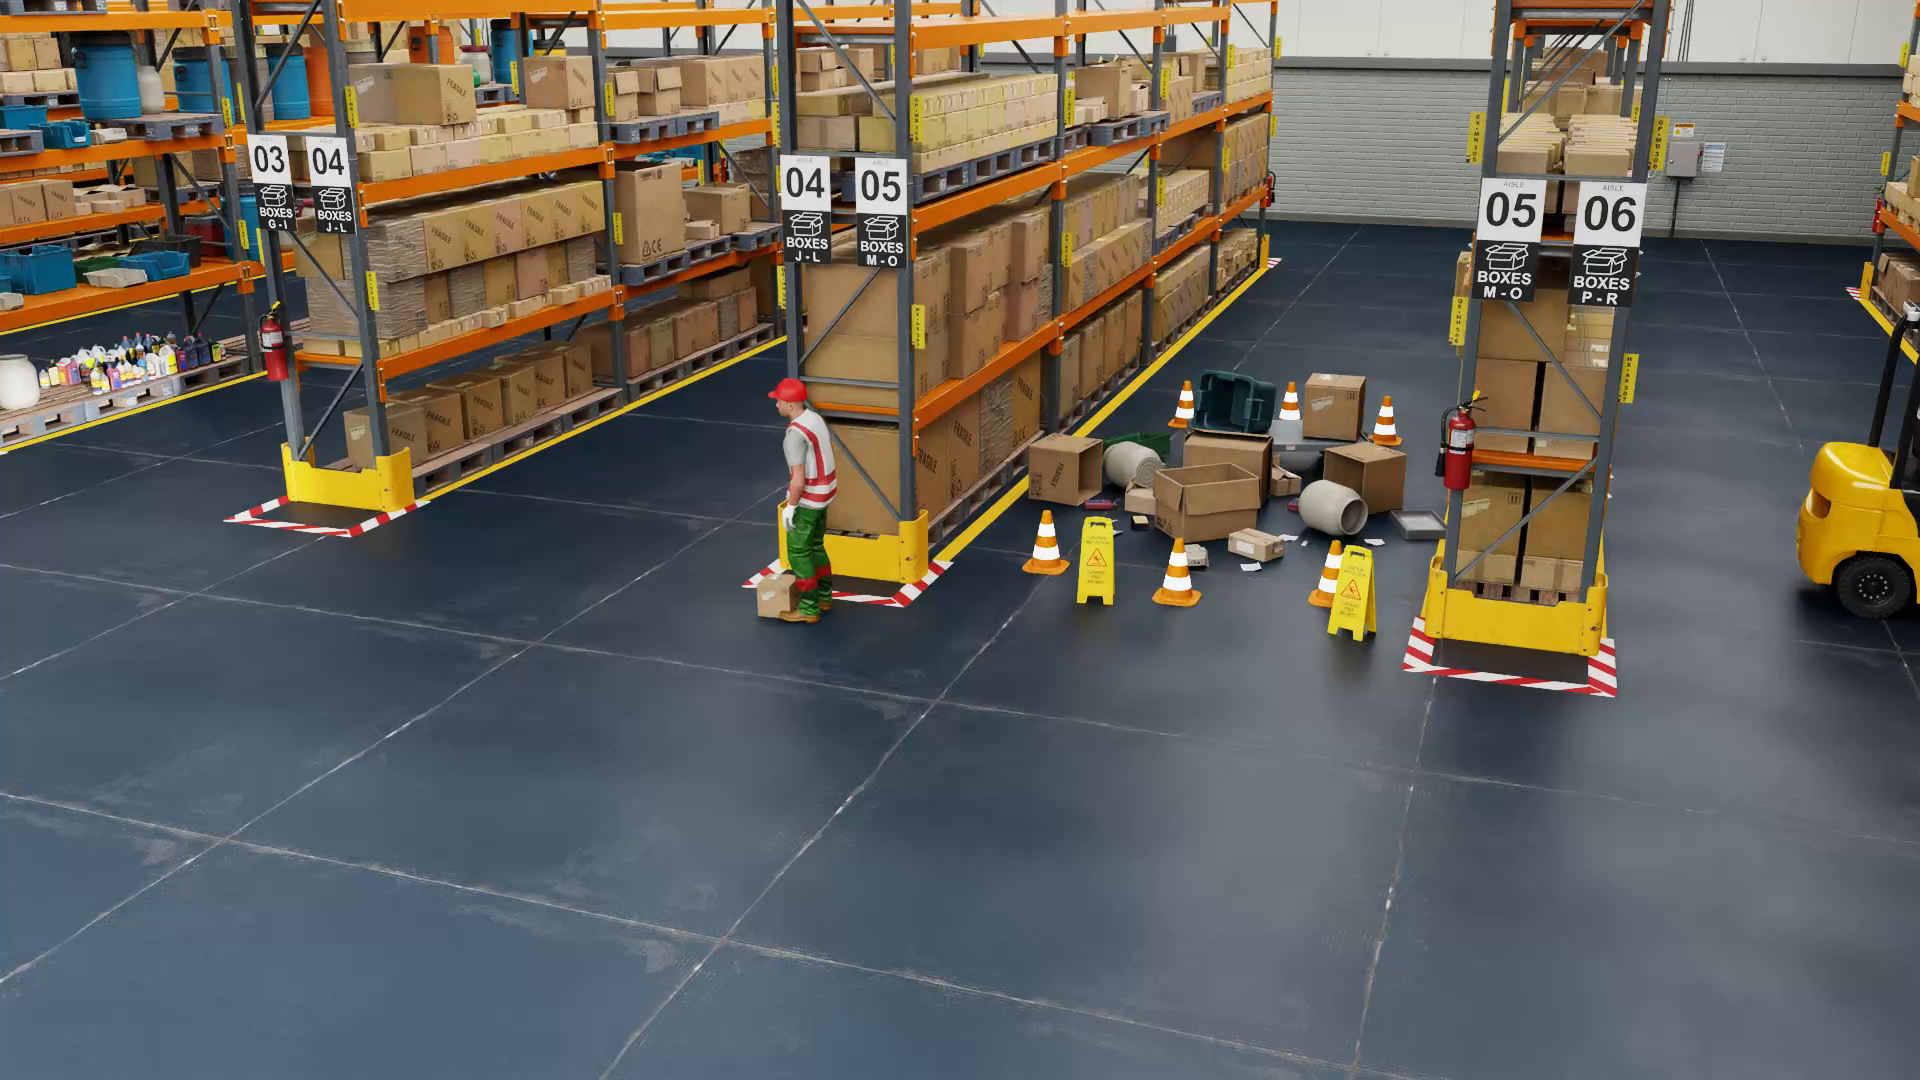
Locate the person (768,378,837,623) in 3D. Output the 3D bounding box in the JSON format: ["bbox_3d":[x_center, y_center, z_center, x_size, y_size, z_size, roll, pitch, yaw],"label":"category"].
[{"bbox_3d":[-1.119,-0.286,11.894,0.451,1.779,0.618,5,19,15],"label":"person"}]
